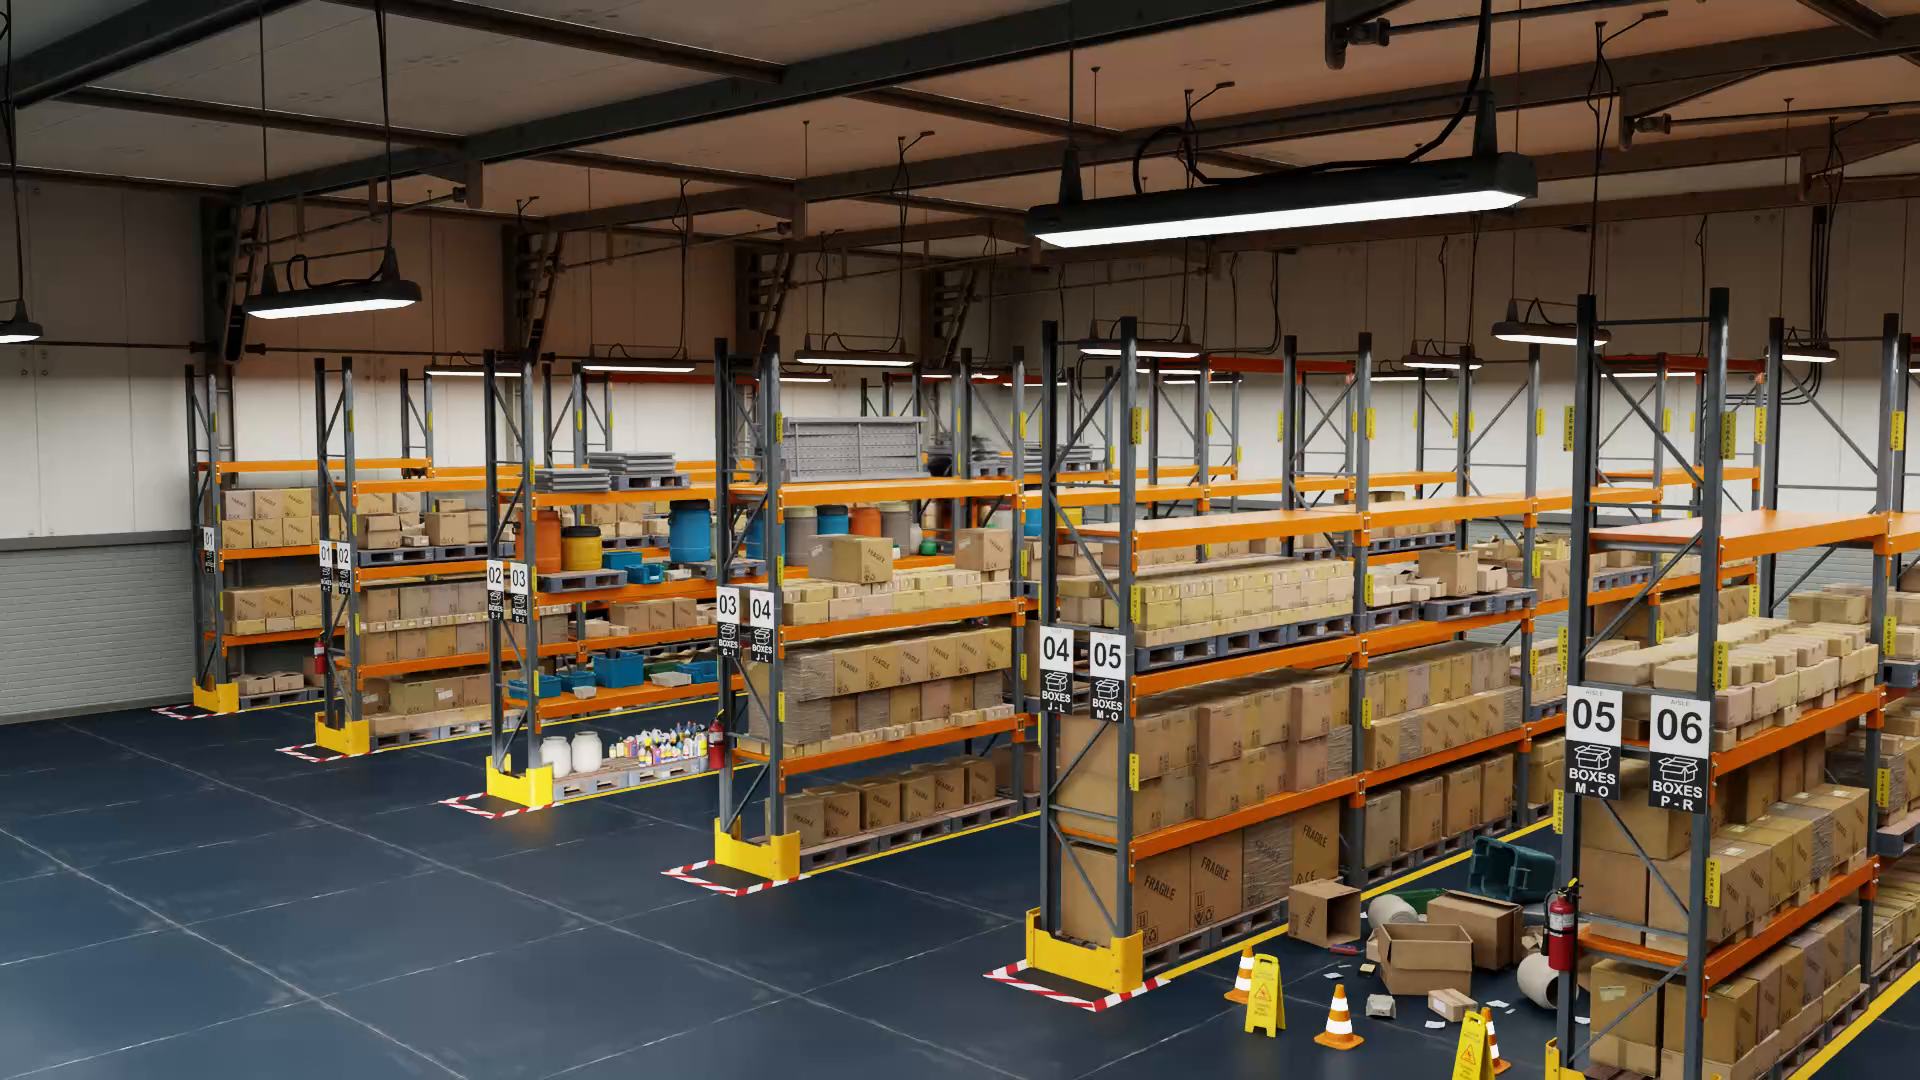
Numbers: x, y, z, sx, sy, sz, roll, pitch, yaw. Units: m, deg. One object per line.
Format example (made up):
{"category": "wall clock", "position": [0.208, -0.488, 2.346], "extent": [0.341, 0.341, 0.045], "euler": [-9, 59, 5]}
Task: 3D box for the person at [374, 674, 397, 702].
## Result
{"category": "person", "position": [-9.491, 2.209, 27.584], "extent": [0.658, 1.714, 0.901], "euler": [3, 5, 36]}
